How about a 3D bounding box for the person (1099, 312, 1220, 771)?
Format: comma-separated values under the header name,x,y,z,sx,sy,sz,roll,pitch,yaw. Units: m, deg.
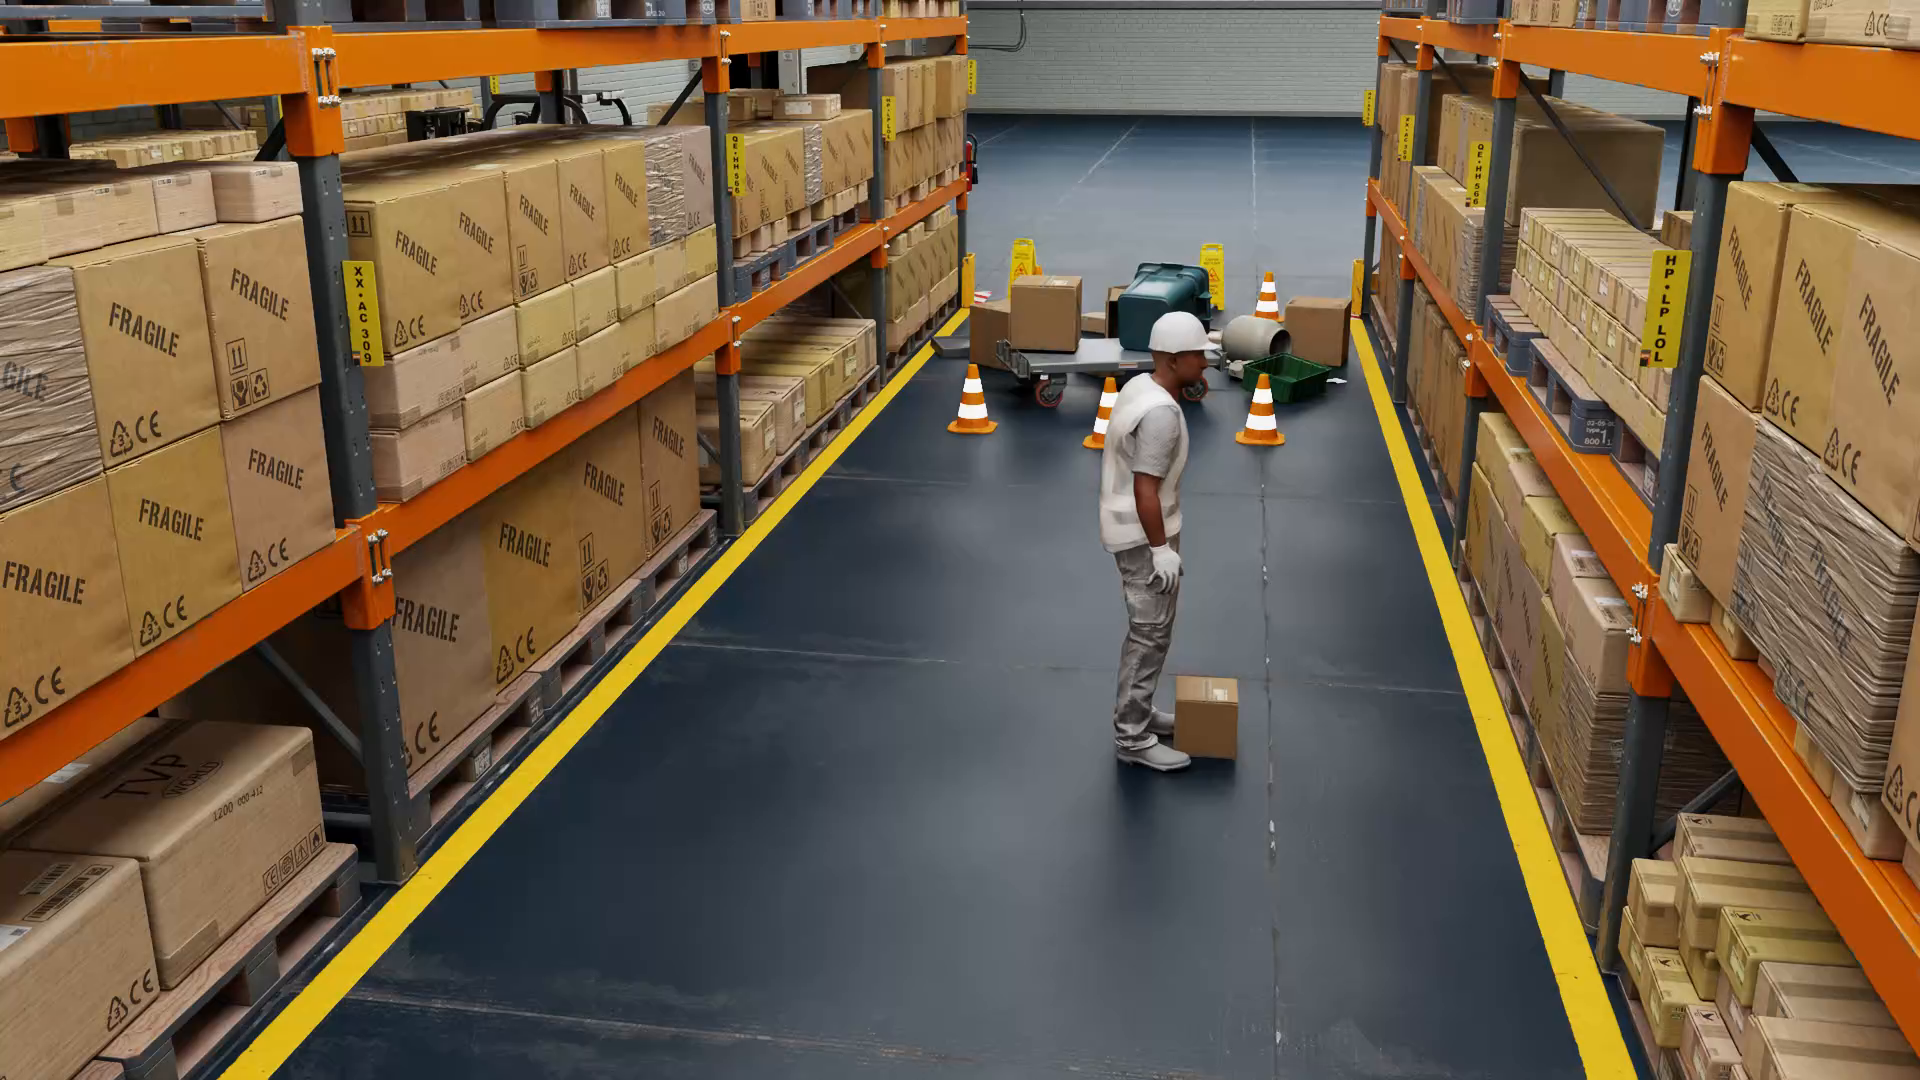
name,x,y,z,sx,sy,sz,roll,pitch,yaw
person,0.772,-0.015,6.578,0.443,1.776,0.631,2,18,6
